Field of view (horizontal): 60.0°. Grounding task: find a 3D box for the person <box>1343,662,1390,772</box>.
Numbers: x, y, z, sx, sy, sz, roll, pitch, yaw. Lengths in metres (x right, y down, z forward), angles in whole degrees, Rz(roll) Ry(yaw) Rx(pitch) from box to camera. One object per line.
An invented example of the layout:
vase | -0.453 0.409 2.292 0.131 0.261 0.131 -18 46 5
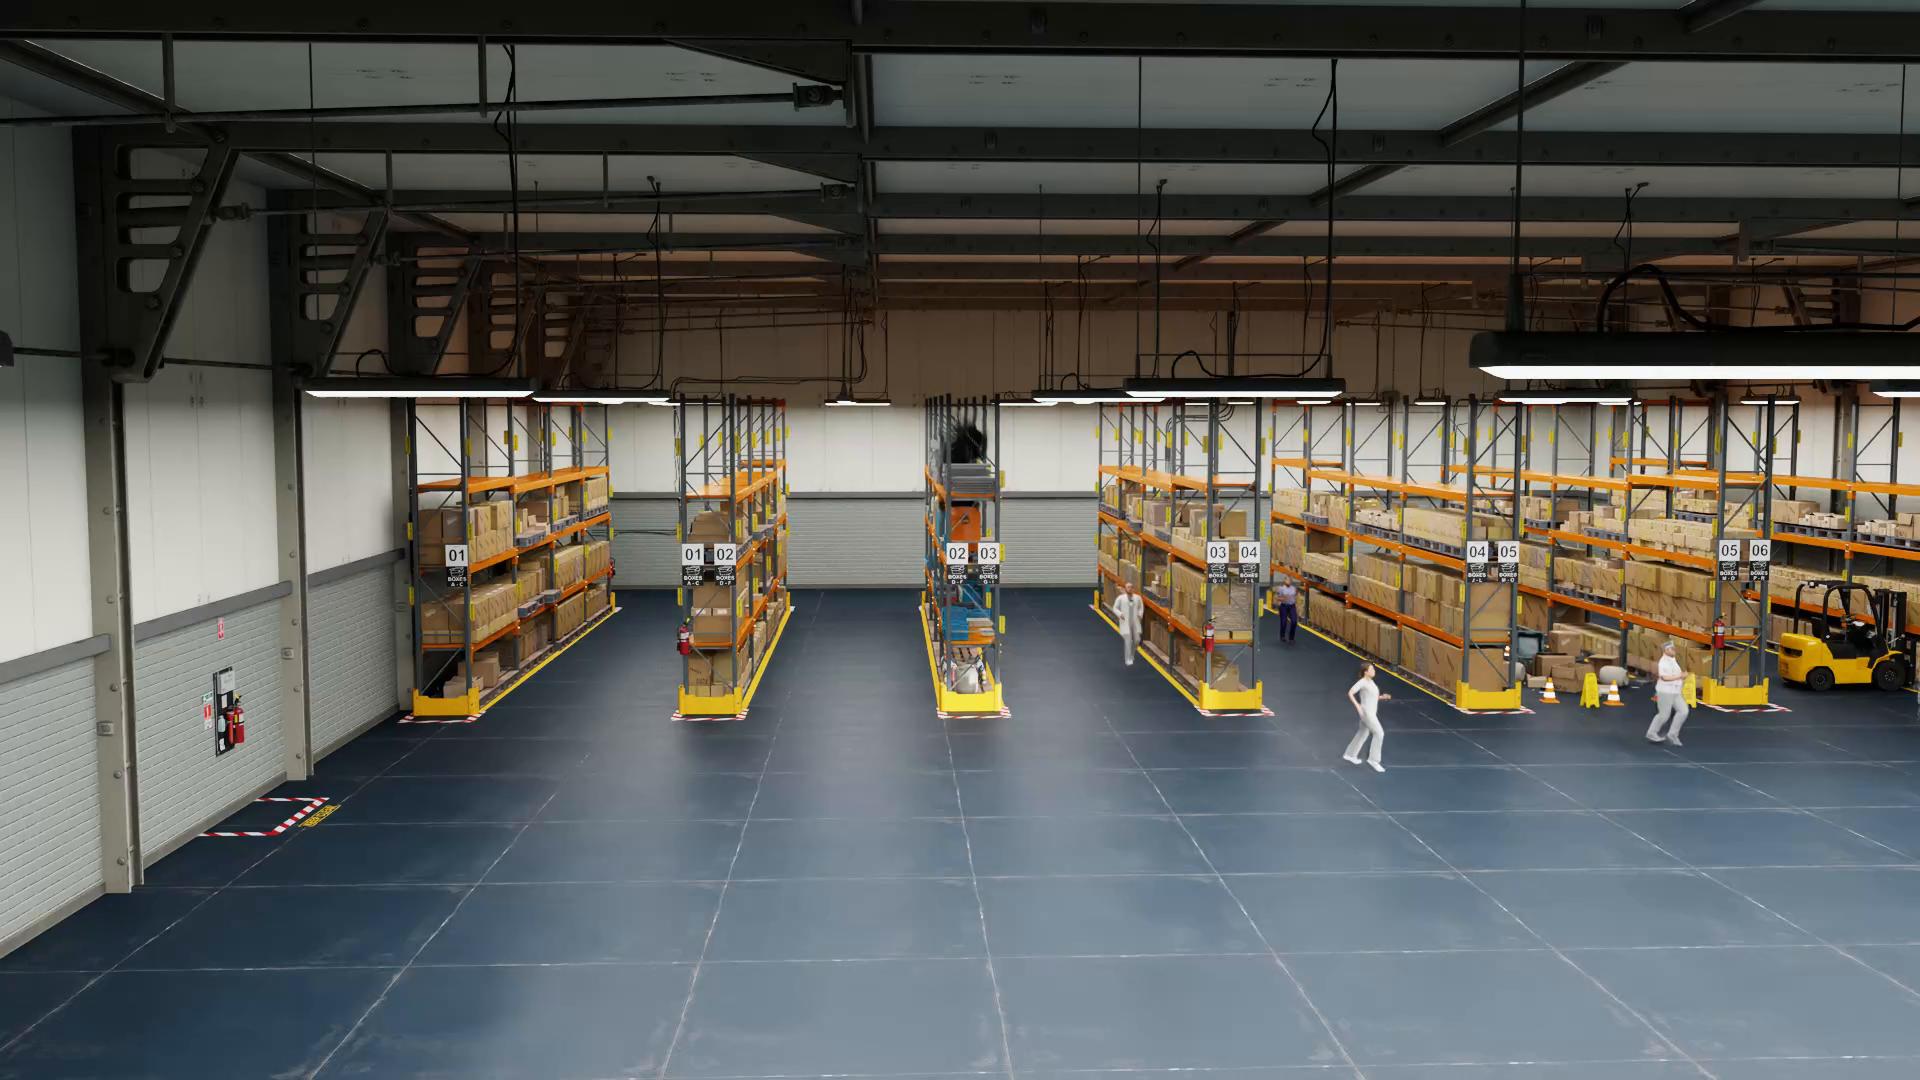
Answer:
person | 6.458 2.799 26.427 0.753 1.722 0.538 2 5 27

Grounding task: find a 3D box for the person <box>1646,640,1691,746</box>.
person | 12.076 2.617 28.269 0.723 1.843 0.639 4 6 44

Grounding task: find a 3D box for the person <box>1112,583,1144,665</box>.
person | 3.602 1.783 35.270 0.706 1.752 0.615 -1 5 -9

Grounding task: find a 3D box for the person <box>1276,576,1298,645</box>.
person | 7.974 1.764 40.422 0.582 1.611 0.680 0 5 -2
